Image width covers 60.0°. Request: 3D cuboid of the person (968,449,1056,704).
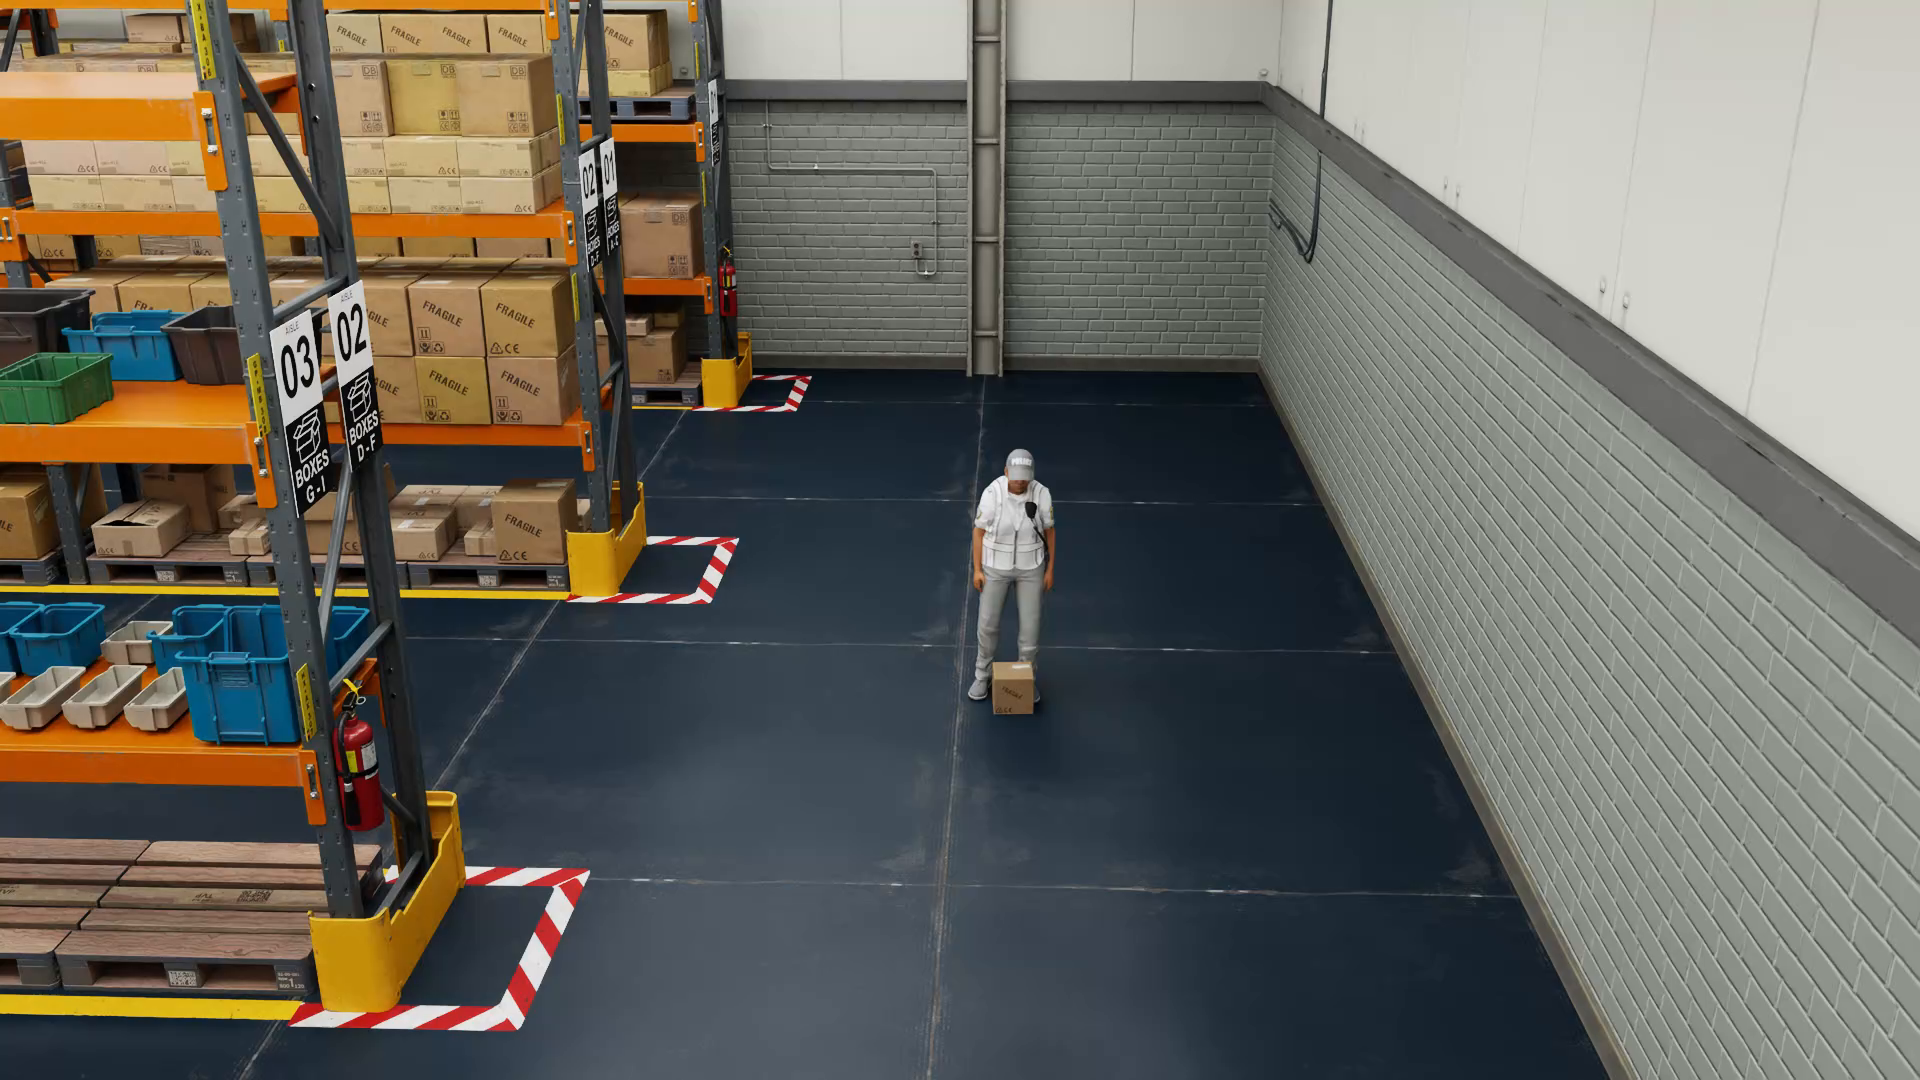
[{"bbox_3d":[0.325,0.204,10.539,0.546,1.665,0.467,0,21,-1],"label":"person"}]
